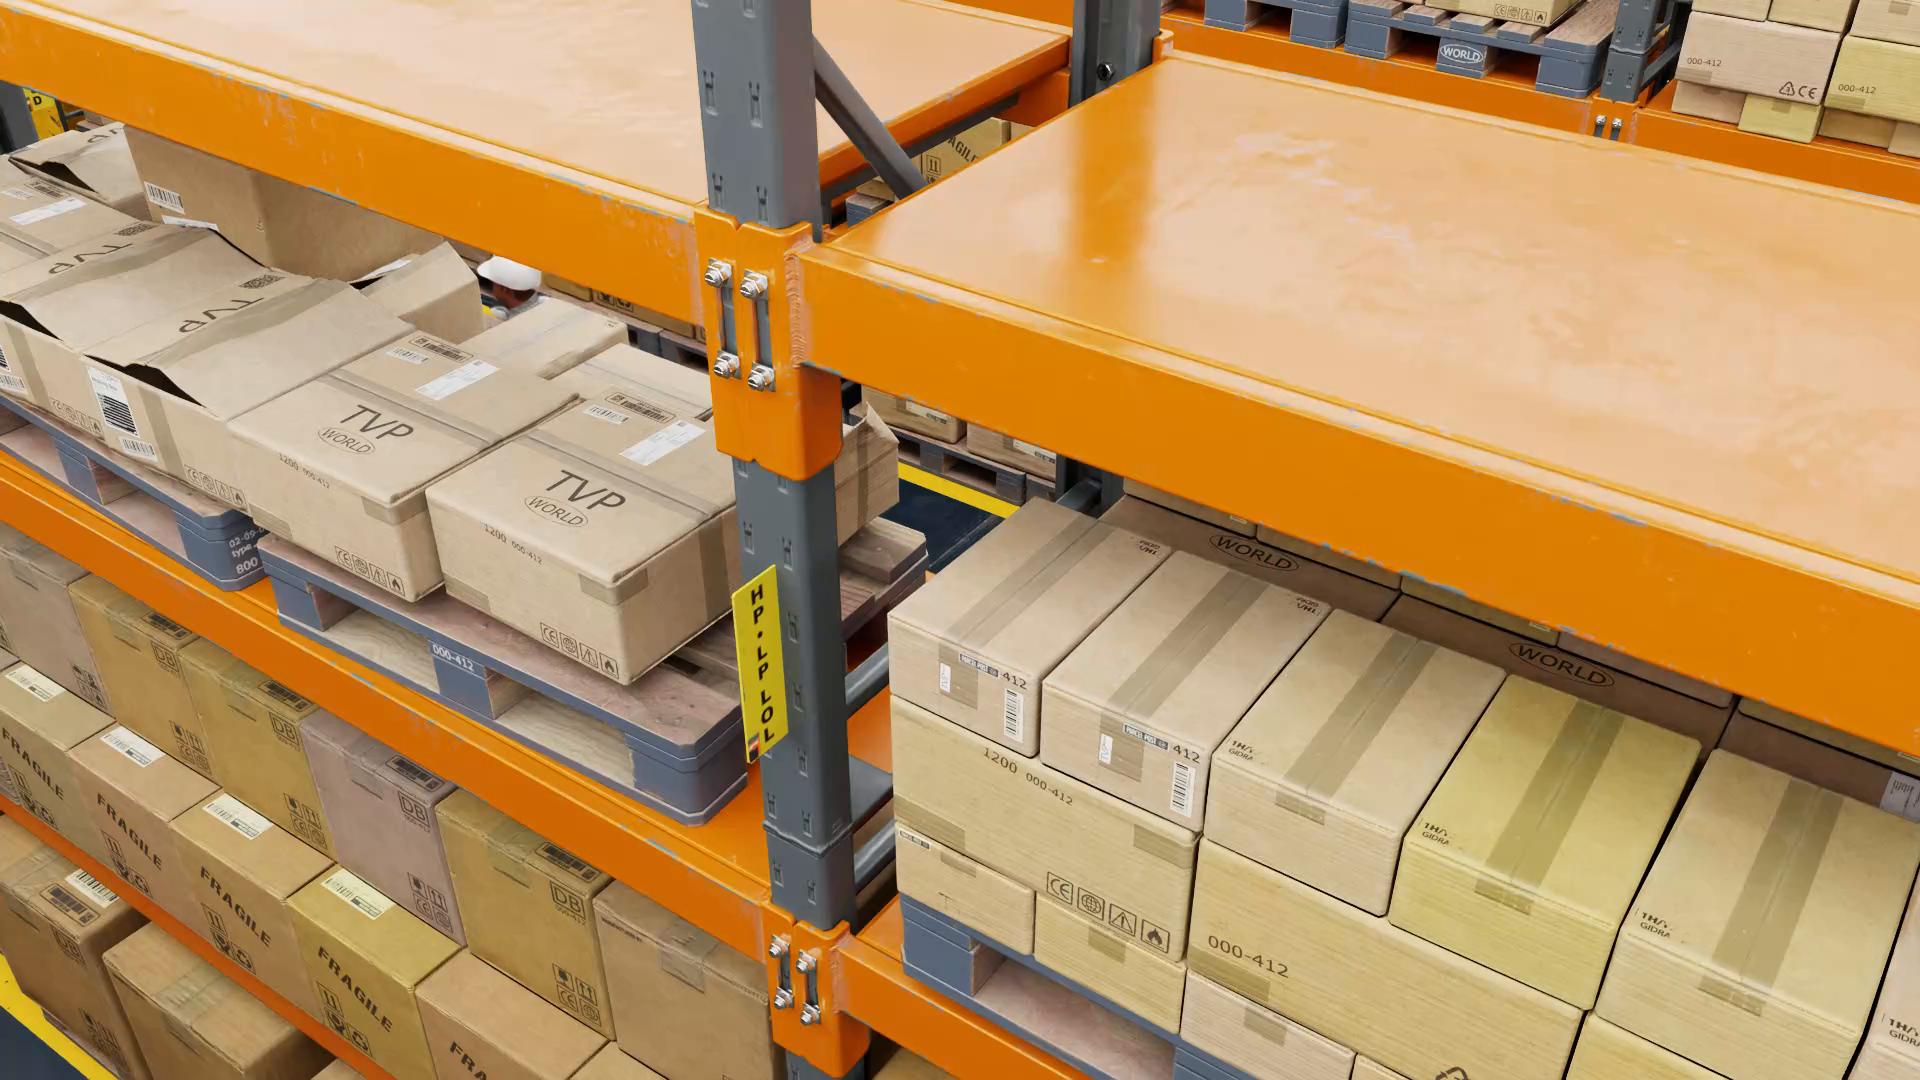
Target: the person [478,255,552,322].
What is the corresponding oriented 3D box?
[{"bbox_3d":[-2.133,-0.611,8.148,0.448,1.779,0.563,5,35,7],"label":"person"}]
